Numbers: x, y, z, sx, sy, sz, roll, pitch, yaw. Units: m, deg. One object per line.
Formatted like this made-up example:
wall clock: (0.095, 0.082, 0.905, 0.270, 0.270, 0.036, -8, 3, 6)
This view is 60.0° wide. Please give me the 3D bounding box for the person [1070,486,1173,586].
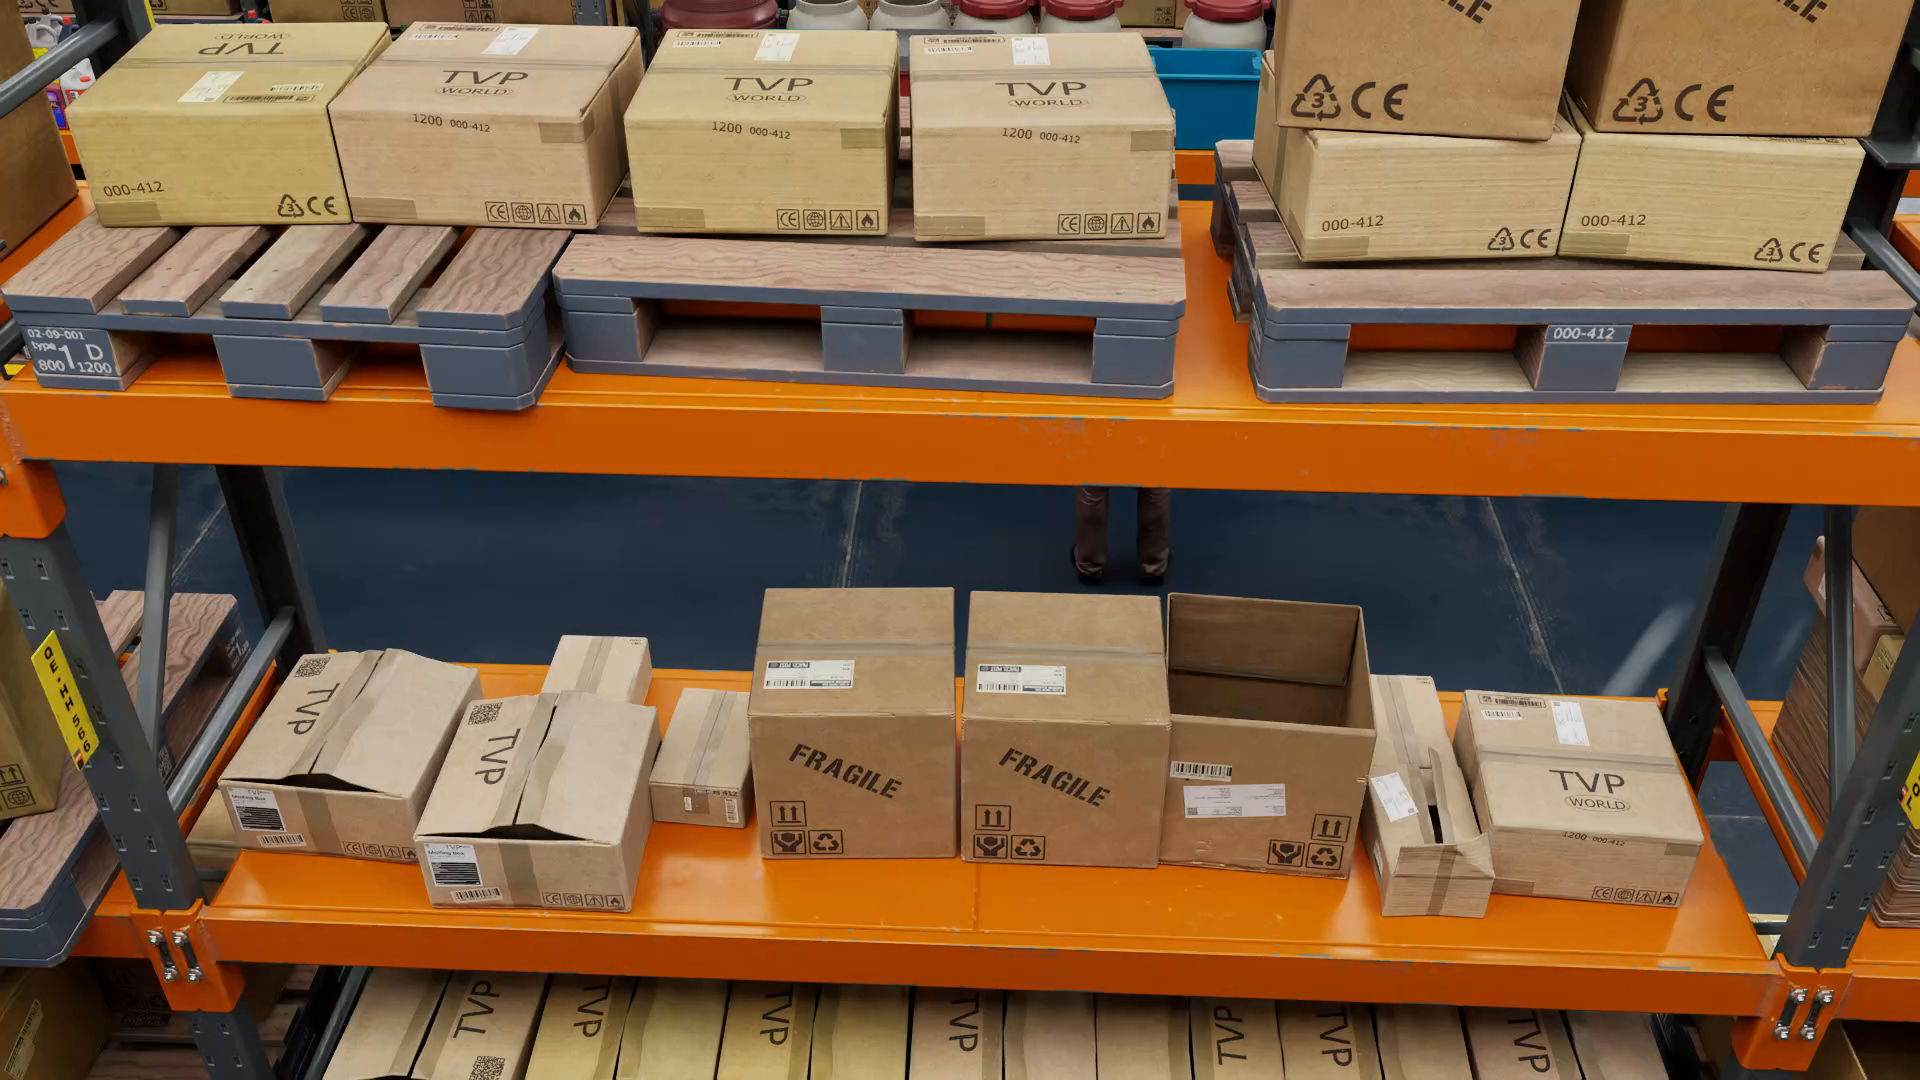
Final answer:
person: (0.691, -0.553, 6.939, 0.553, 1.727, 0.435, 1, 35, 1)
